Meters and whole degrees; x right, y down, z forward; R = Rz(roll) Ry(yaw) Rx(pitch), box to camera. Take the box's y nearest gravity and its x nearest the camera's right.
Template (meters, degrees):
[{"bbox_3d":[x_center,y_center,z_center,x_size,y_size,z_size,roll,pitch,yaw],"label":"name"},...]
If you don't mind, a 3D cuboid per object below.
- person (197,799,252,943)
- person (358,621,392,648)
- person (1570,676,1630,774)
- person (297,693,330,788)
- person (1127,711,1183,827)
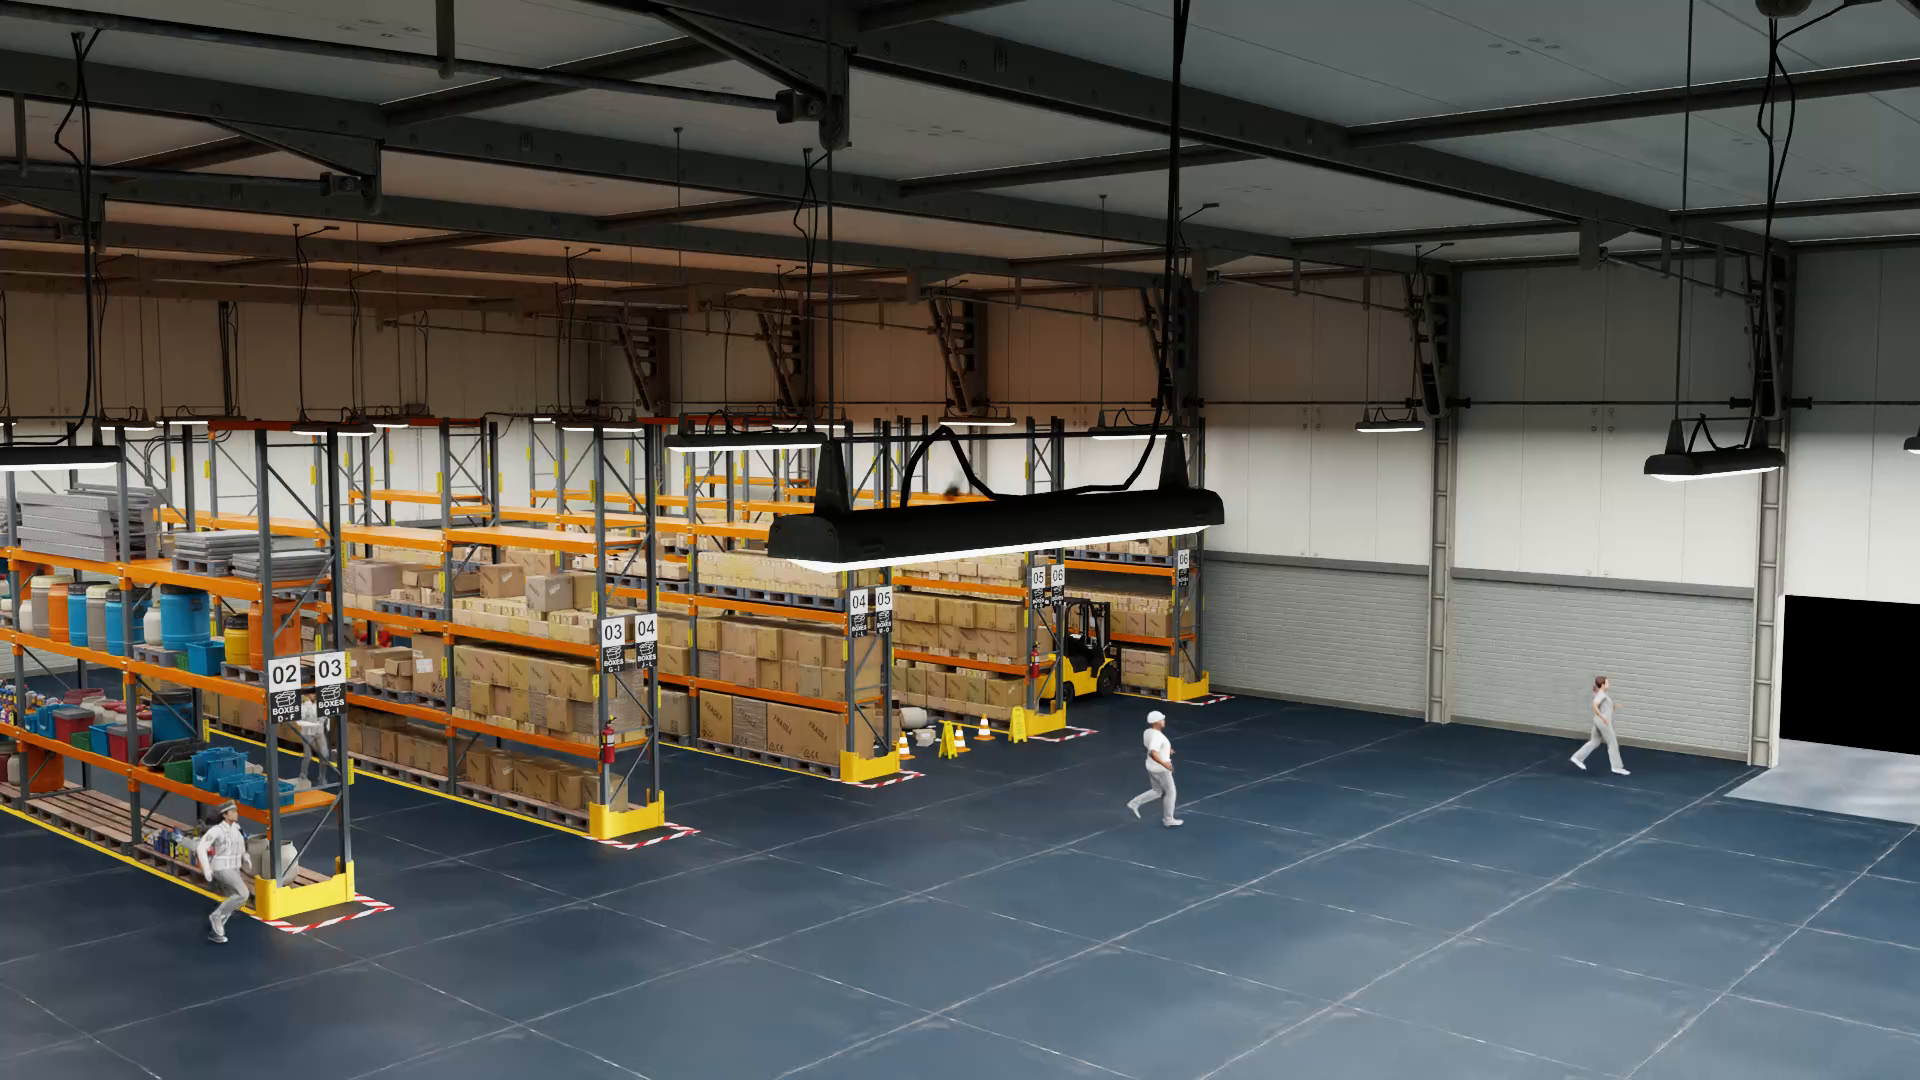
[{"bbox_3d":[-8.587,3.883,19.625,0.548,1.623,0.626,1,5,9],"label":"person"},{"bbox_3d":[-12.433,2.564,35.318,1.105,1.738,0.647,4,6,39],"label":"person"},{"bbox_3d":[10.878,3.128,28.190,0.960,1.665,0.560,0,5,5],"label":"person"},{"bbox_3d":[-10.596,3.239,27.297,0.721,1.764,0.632,4,6,41],"label":"person"},{"bbox_3d":[2.924,3.408,24.754,0.846,1.739,0.703,-1,5,-12],"label":"person"}]
